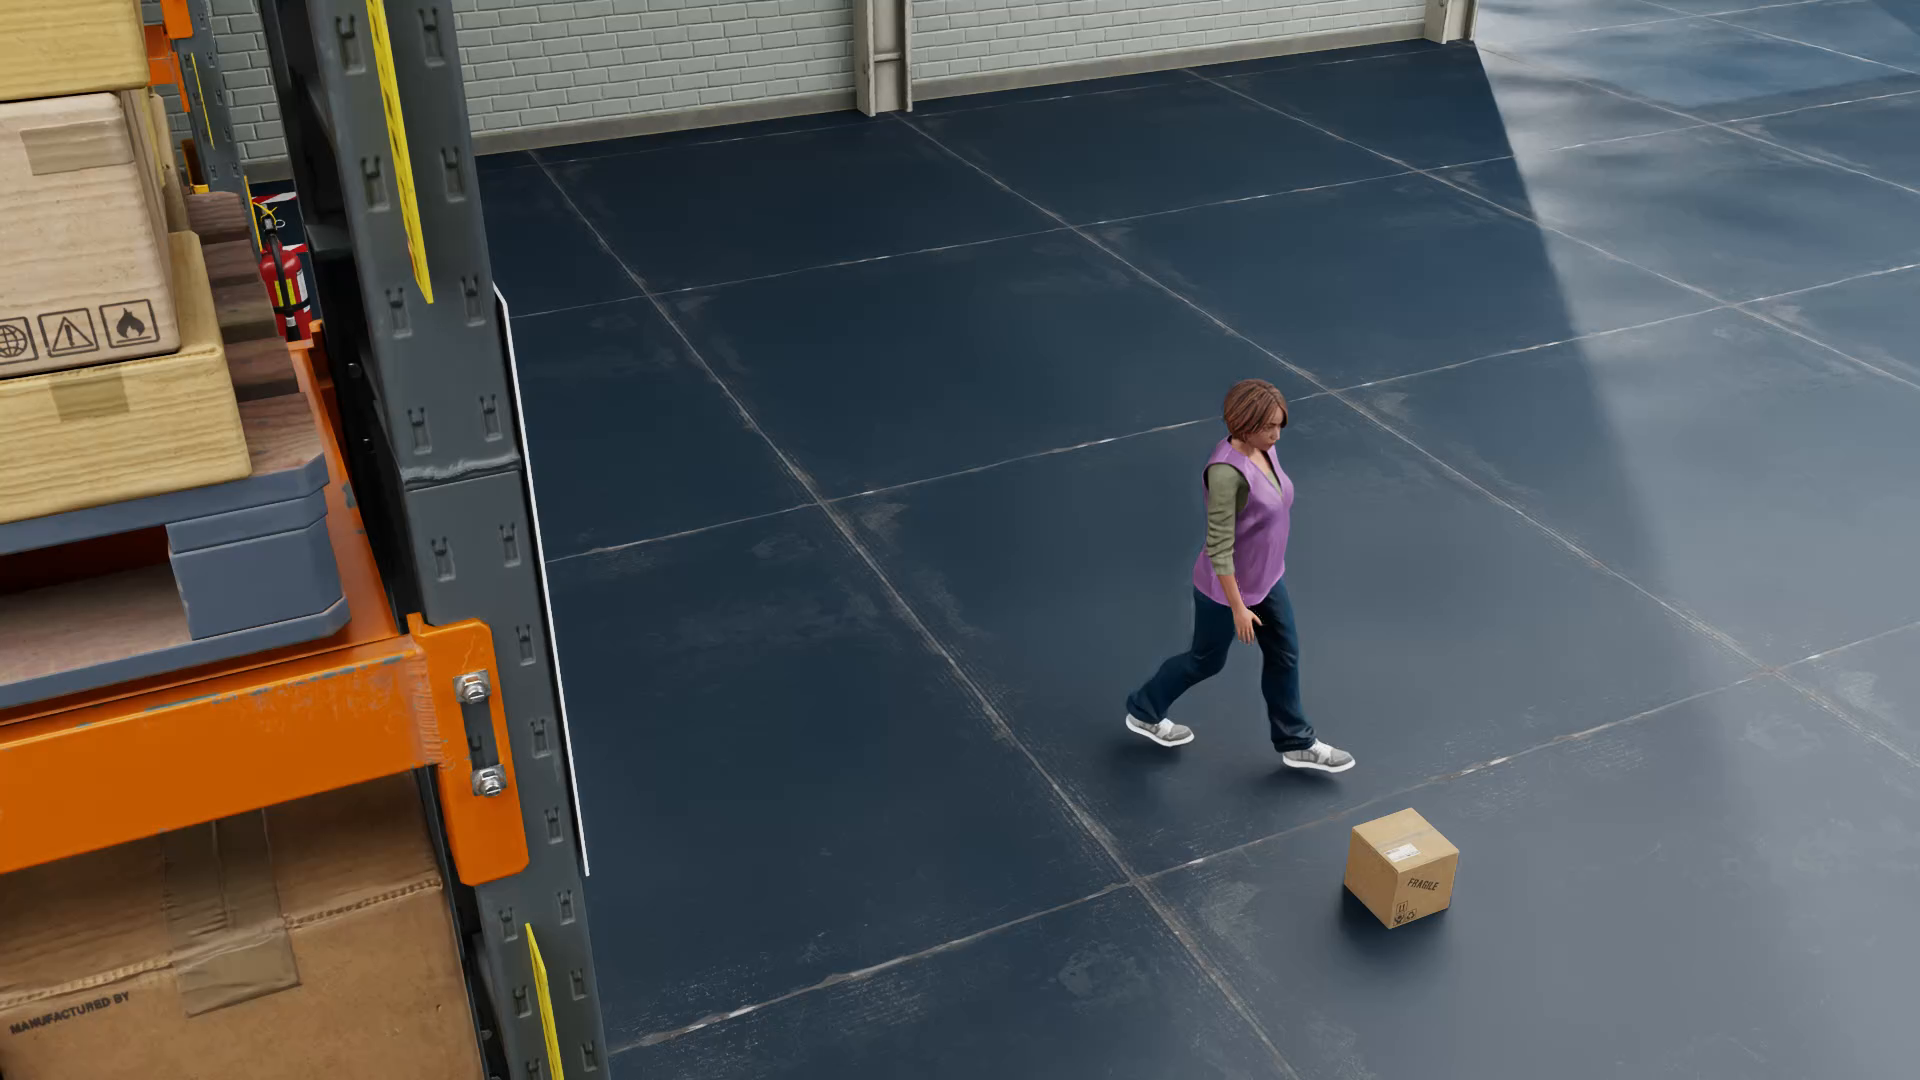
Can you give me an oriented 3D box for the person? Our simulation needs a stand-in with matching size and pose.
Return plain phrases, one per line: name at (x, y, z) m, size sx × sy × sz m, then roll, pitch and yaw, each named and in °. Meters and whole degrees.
person at (1.015, 0.153, 5.863) m, size 0.847 × 1.551 × 0.450 m, roll 19°, pitch 35°, yaw 29°
